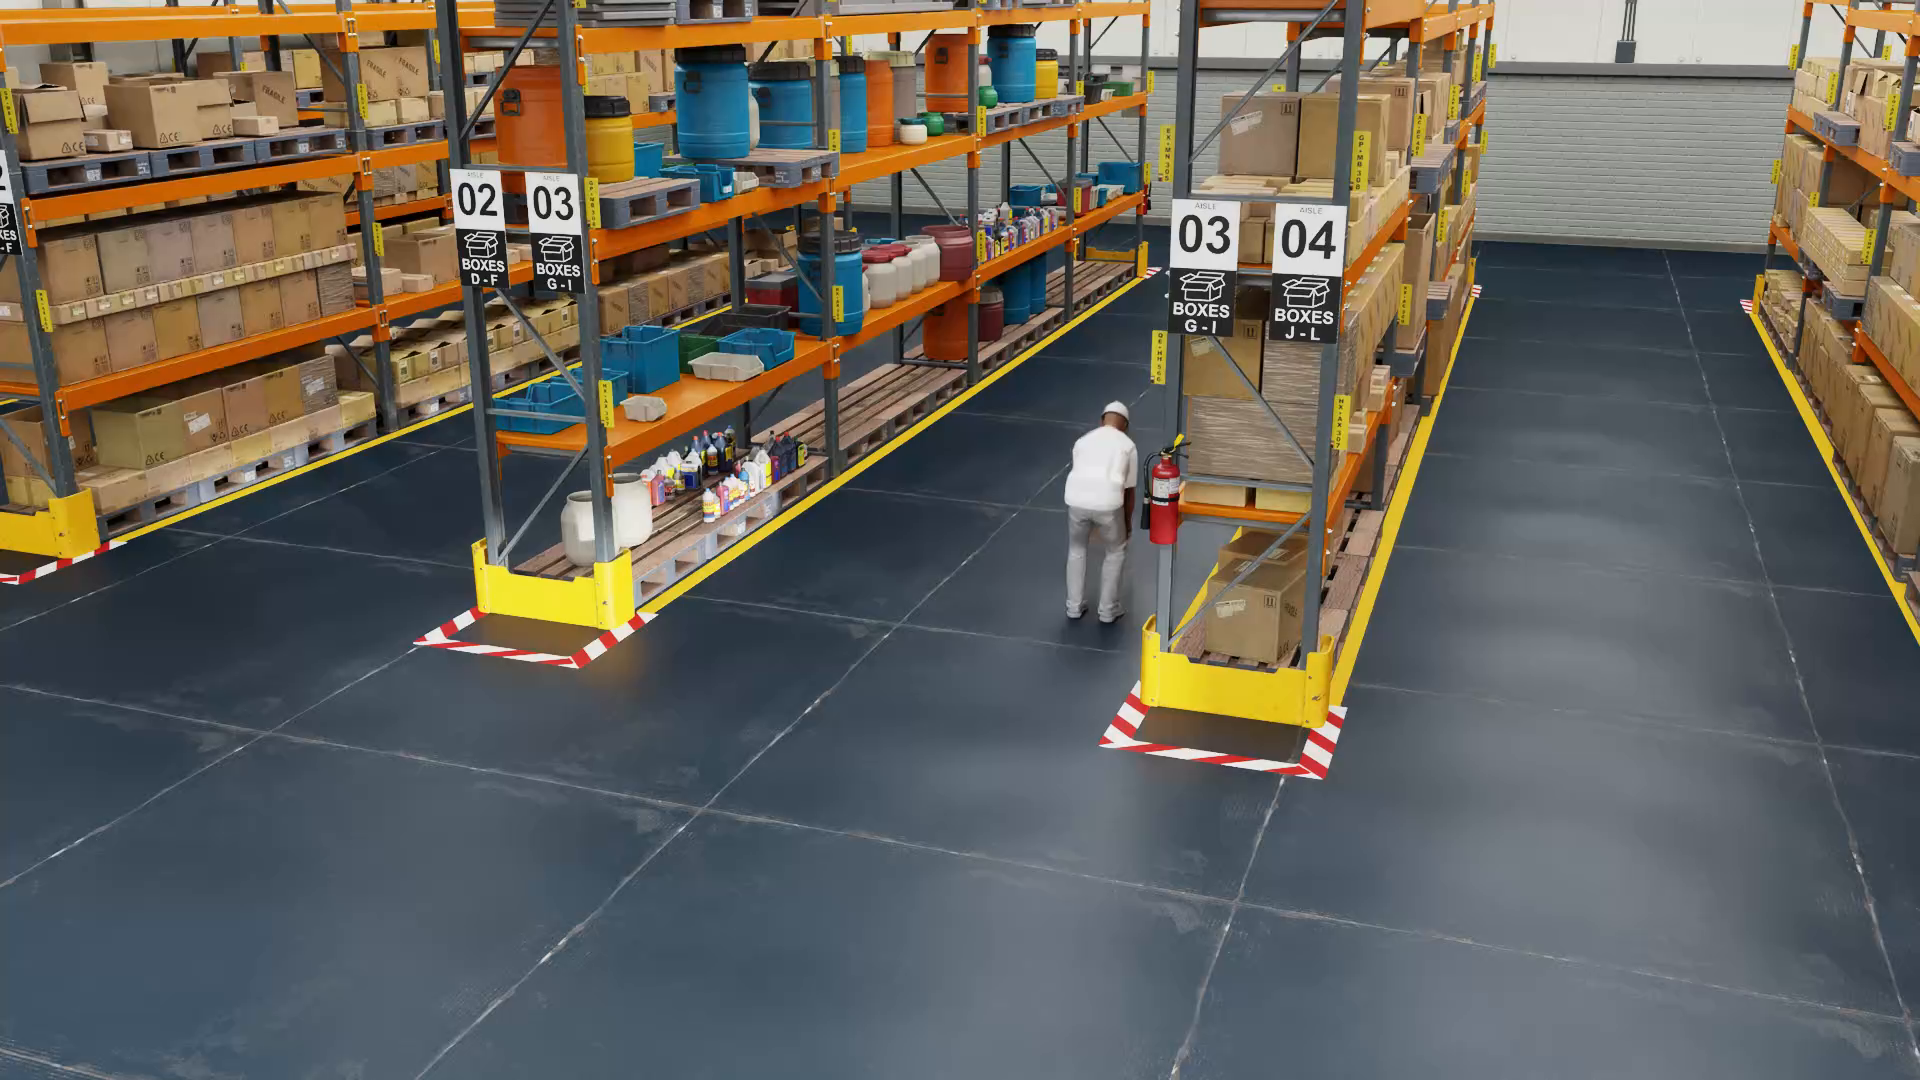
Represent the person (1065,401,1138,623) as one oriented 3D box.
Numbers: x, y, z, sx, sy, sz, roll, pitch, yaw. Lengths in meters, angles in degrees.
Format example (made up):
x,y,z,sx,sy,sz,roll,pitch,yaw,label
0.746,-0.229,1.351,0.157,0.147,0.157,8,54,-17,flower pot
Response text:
x,y,z,sx,sy,sz,roll,pitch,yaw,label
1.033,-0.220,12.108,0.475,1.490,0.842,7,20,20,person
